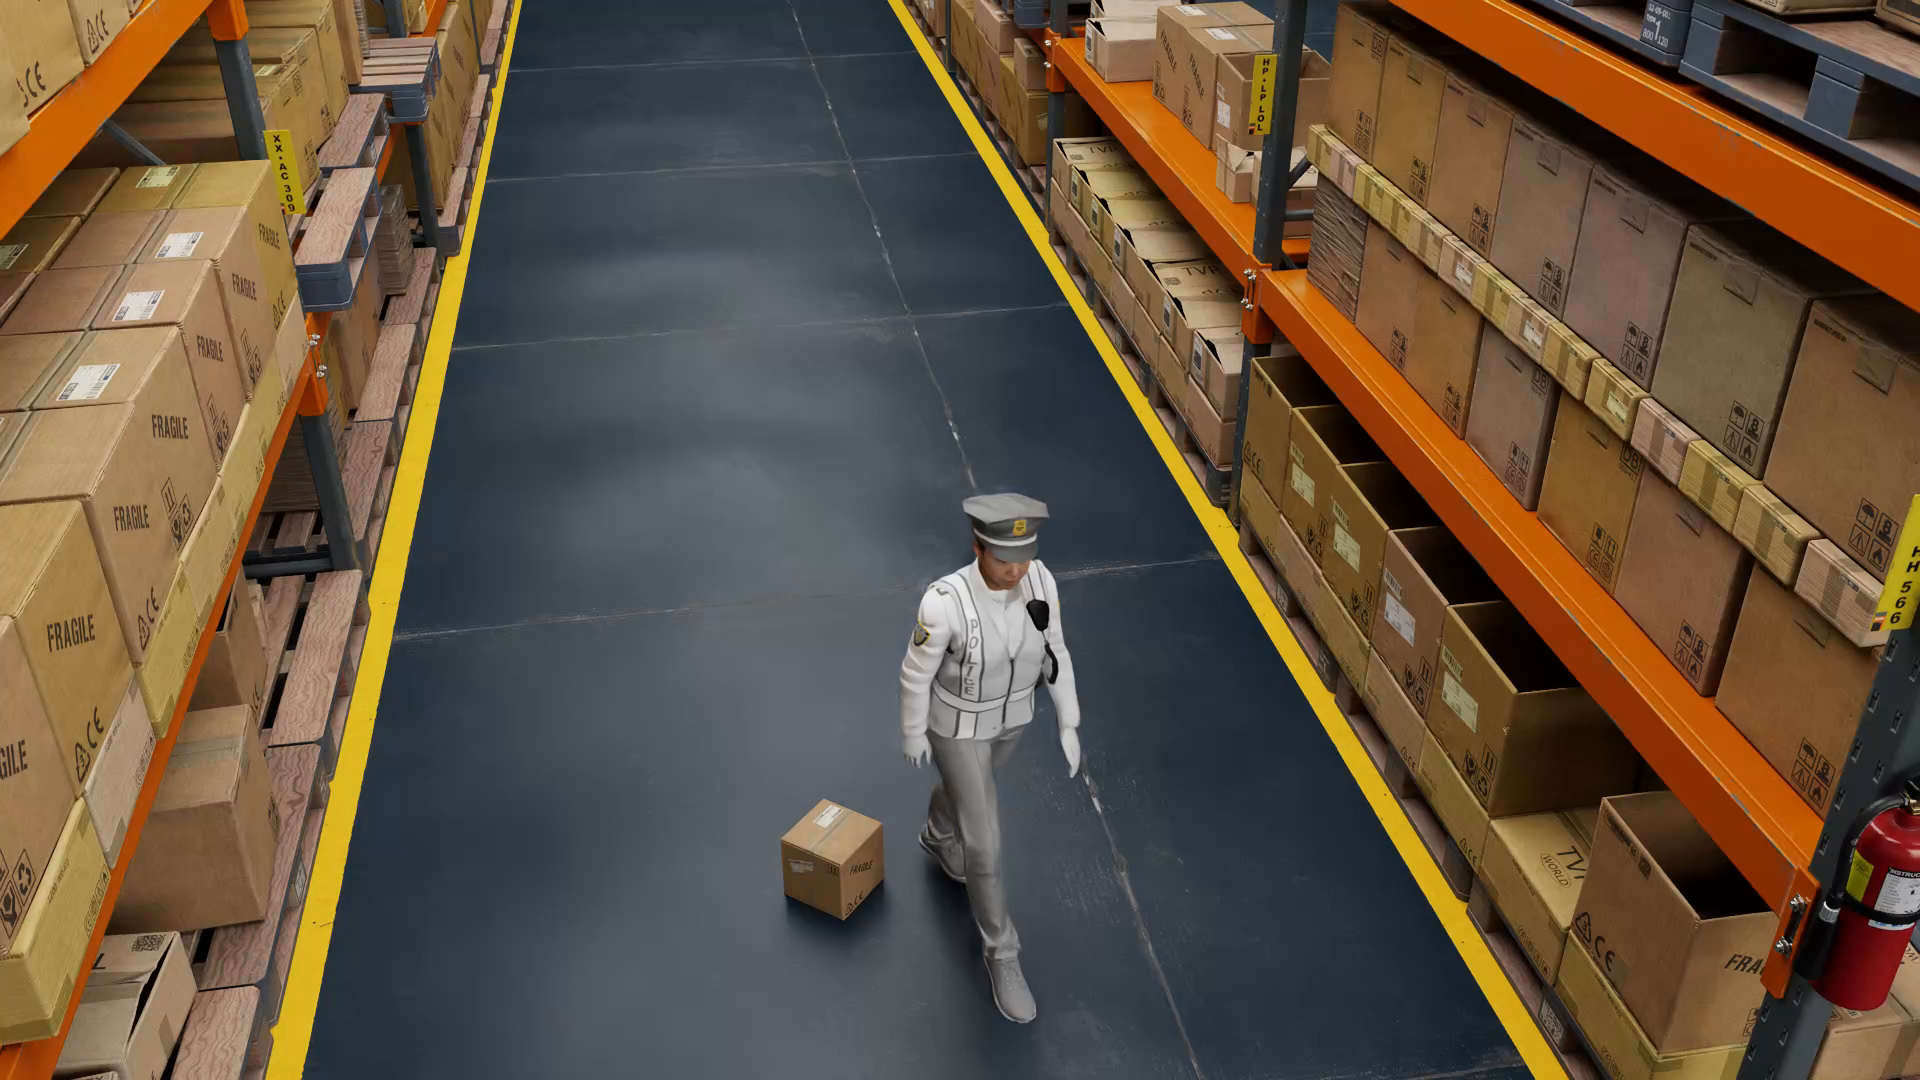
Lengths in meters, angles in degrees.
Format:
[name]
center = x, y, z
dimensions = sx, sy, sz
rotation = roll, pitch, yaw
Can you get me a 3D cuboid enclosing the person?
[person]
center = 0.088, 0.588, 5.163
dimensions = 0.511, 1.680, 0.854
rotation = -20, 36, -29
